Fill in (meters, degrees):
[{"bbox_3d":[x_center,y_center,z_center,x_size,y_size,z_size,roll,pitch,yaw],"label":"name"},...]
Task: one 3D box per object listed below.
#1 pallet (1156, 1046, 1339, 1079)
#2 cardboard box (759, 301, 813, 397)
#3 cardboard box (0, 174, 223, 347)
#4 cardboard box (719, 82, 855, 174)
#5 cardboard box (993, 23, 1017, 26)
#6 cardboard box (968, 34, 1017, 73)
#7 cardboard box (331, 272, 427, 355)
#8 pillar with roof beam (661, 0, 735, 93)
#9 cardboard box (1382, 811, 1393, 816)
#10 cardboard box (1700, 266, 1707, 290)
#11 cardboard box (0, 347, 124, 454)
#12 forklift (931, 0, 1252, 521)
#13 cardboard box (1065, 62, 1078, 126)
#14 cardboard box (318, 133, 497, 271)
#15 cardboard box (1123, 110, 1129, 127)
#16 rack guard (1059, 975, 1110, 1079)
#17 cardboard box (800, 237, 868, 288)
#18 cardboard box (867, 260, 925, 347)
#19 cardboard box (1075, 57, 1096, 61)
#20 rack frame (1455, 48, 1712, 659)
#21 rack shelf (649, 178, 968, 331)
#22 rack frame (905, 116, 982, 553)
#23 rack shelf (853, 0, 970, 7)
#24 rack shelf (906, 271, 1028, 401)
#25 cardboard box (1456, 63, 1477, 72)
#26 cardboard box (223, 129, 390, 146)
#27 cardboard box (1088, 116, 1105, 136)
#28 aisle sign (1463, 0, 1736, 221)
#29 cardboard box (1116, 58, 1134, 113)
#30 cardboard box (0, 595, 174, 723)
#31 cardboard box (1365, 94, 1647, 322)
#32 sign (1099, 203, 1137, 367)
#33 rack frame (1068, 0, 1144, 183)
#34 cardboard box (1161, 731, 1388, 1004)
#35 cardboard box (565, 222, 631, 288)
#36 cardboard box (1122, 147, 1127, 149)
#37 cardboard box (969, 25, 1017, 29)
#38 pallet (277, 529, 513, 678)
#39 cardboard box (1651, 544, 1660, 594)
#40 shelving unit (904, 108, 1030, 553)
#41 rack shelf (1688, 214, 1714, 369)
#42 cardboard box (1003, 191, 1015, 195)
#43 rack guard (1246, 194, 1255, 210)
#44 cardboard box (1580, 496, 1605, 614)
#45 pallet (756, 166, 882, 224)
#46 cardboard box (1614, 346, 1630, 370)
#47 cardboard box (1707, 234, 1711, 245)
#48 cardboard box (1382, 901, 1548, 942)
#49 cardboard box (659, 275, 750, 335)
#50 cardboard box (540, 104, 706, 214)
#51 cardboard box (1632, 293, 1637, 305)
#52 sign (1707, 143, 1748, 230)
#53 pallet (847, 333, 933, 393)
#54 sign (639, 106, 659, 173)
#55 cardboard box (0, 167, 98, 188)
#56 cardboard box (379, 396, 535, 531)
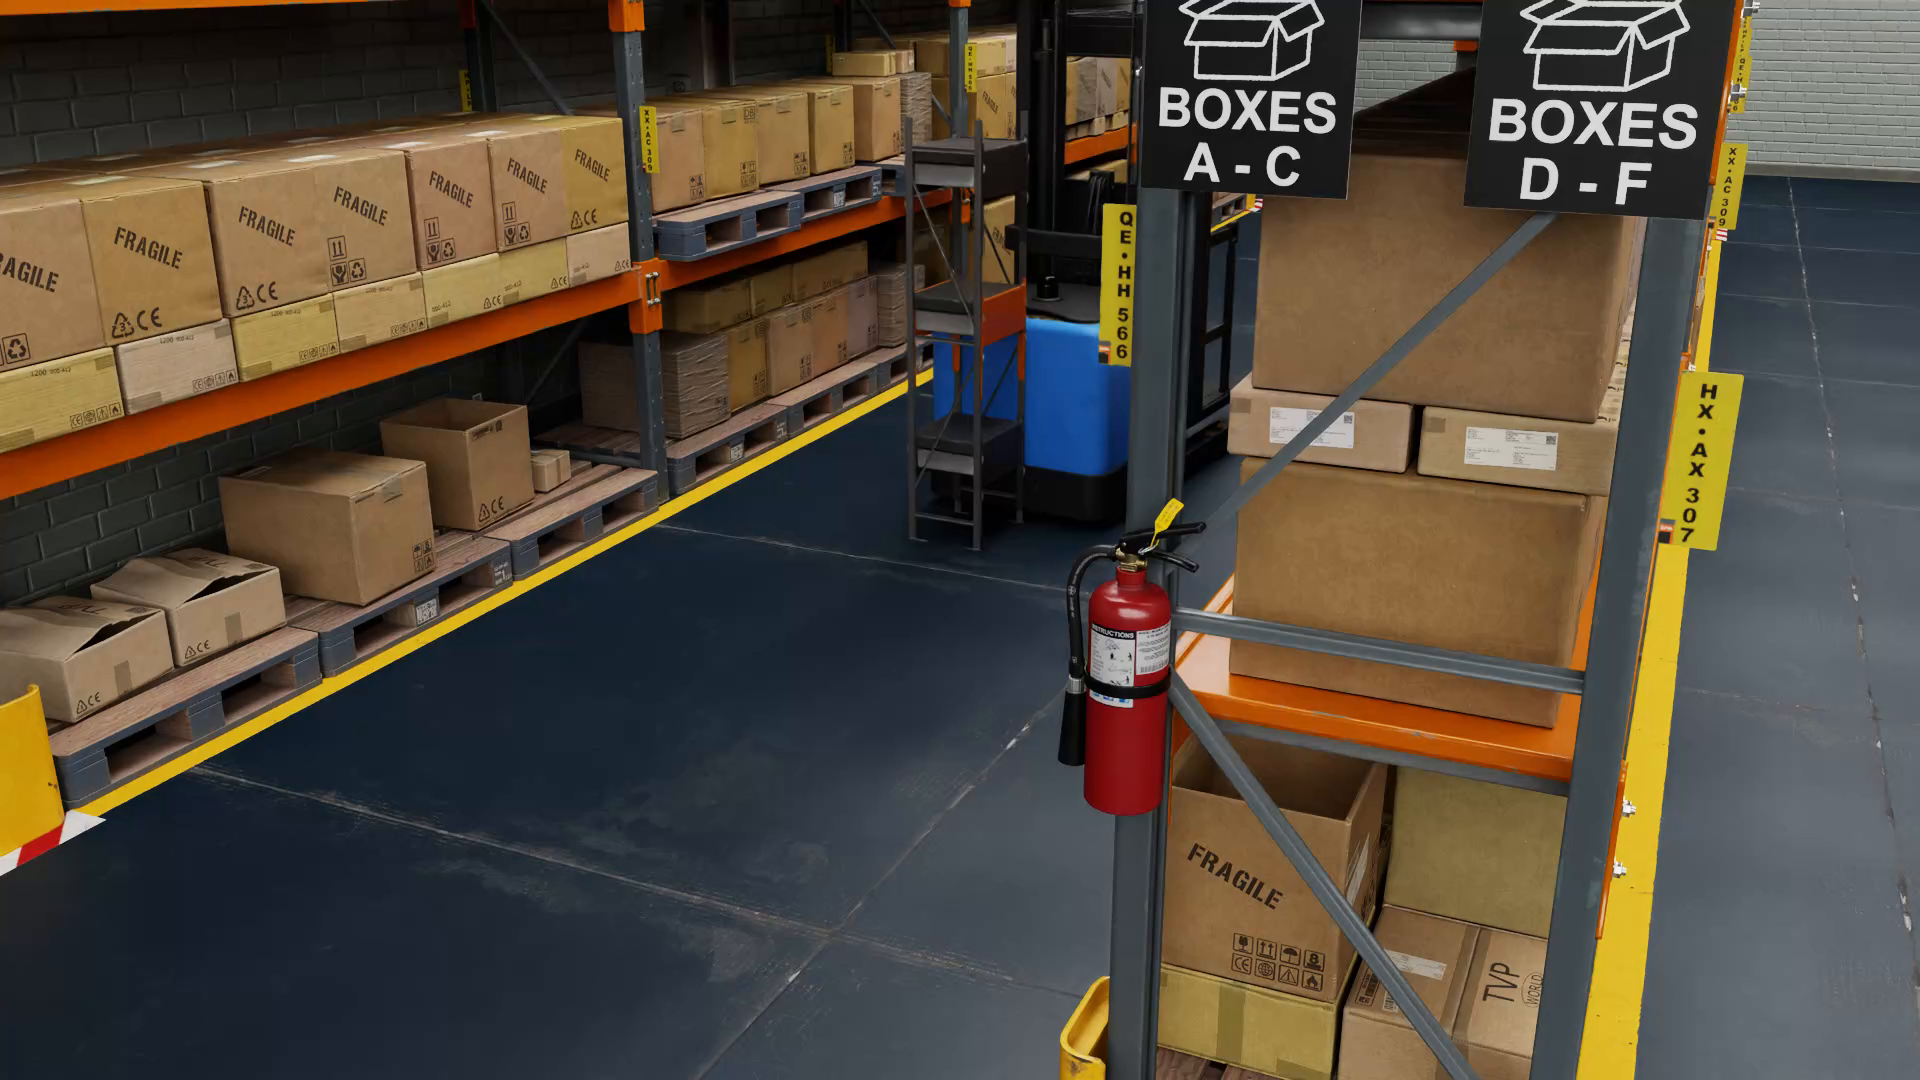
[{"bbox_3d":[1.095,1.300,4.497,1.003,0.211,1.213,9,21,23],"label":"pallet"},{"bbox_3d":[-1.365,-1.247,10.573,0.700,0.500,0.500,9,21,23],"label":"cardboard box"},{"bbox_3d":[-3.019,-0.999,5.876,0.500,0.500,0.500,9,21,23],"label":"cardboard box"},{"bbox_3d":[-1.098,-2.623,10.563,0.700,0.500,0.500,9,21,23],"label":"cardboard box"},{"bbox_3d":[0.579,-4.405,14.636,0.500,0.250,0.500,9,21,23],"label":"cardboard box"},{"bbox_3d":[0.216,-3.716,12.698,0.500,0.250,0.500,8,21,22],"label":"cardboard box"},{"bbox_3d":[-2.588,-0.966,6.904,0.500,0.250,0.500,9,21,23],"label":"cardboard box"},{"bbox_3d":[2.182,-4.855,8.691,9.100,9.000,0.400,9,21,23],"label":"pillar with roof beam"},{"bbox_3d":[1.167,0.812,5.186,0.500,0.250,0.500,9,21,23],"label":"cardboard box"},{"bbox_3d":[4.963,-1.662,11.740,0.500,0.500,0.500,8,21,22],"label":"cardboard box"},{"bbox_3d":[-3.211,-0.497,5.583,0.500,0.250,0.500,8,21,21],"label":"cardboard box"},{"bbox_3d":[1.006,-1.927,9.512,1.130,2.935,3.031,11,22,28],"label":"forklift"},{"bbox_3d":[0.641,-3.679,13.713,0.500,0.500,0.500,9,22,24],"label":"cardboard box"},{"bbox_3d":[-2.389,-1.474,7.213,0.500,0.500,0.500,8,21,21],"label":"cardboard box"},{"bbox_3d":[1.333,-3.870,15.218,0.380,0.149,0.250,9,21,23],"label":"cardboard box"},{"bbox_3d":[0.811,1.411,3.754,1.175,0.500,0.348,9,21,23],"label":"rack guard"},{"bbox_3d":[-0.962,-1.888,11.255,0.500,0.250,0.500,9,21,24],"label":"cardboard box"},{"bbox_3d":[-0.672,-1.700,11.847,0.700,0.500,0.500,9,21,23],"label":"cardboard box"},{"bbox_3d":[0.829,-4.182,14.009,0.500,0.250,0.500,9,21,24],"label":"cardboard box"},{"bbox_3d":[2.458,-0.997,6.794,1.000,3.000,0.127,9,21,23],"label":"rack frame"},{"bbox_3d":[-1.243,-1.948,10.542,1.077,0.370,4.000,9,21,23],"label":"rack shelf"},{"bbox_3d":[-0.078,-0.959,8.032,0.400,2.100,0.015,10,22,26],"label":"rack frame"},{"bbox_3d":[0.395,-4.584,13.478,1.077,0.370,4.000,9,21,23],"label":"rack shelf"},{"bbox_3d":[0.037,-1.018,8.239,0.431,0.518,0.480,10,22,26],"label":"rack shelf"},{"bbox_3d":[2.077,-1.364,5.741,0.700,0.500,0.500,8,21,23],"label":"cardboard box"},{"bbox_3d":[-2.870,-1.543,7.406,0.500,0.500,0.500,9,22,24],"label":"cardboard box"},{"bbox_3d":[1.050,-3.627,14.537,0.380,0.149,0.250,9,21,23],"label":"cardboard box"},{"bbox_3d":[1.073,-0.936,2.746,0.394,0.787,0.004,9,21,23],"label":"aisle sign"},{"bbox_3d":[1.254,-4.142,15.015,0.500,0.500,0.500,8,21,22],"label":"cardboard box"},{"bbox_3d":[-3.335,0.408,6.201,0.500,0.311,0.500,6,20,17],"label":"cardboard box"},{"bbox_3d":[1.461,-0.905,4.451,0.700,0.500,0.500,9,21,23],"label":"cardboard box"},{"bbox_3d":[0.331,-0.510,3.344,0.100,0.325,0.005,9,21,23],"label":"sign"},{"bbox_3d":[1.214,-4.121,15.579,1.000,3.000,0.127,9,21,23],"label":"rack frame"},{"bbox_3d":[0.769,0.766,4.196,0.500,0.500,0.500,9,21,23],"label":"cardboard box"},{"bbox_3d":[-1.980,-1.427,8.200,0.500,0.250,0.500,9,21,23],"label":"cardboard box"},{"bbox_3d":[1.903,-4.042,17.493,0.380,0.149,0.250,8,21,22],"label":"cardboard box"},{"bbox_3d":[0.379,-4.251,14.203,0.500,0.250,0.500,8,21,21],"label":"cardboard box"},{"bbox_3d":[-2.803,0.223,7.526,1.003,0.211,1.213,9,21,23],"label":"pallet"},{"bbox_3d":[2.850,0.012,7.436,0.500,0.250,0.500,8,21,21],"label":"cardboard box"},{"bbox_3d":[0.037,-1.031,8.235,0.431,2.100,0.503,10,22,26],"label":"shelving unit"},{"bbox_3d":[3.277,-1.269,8.634,1.077,0.370,4.000,9,21,23],"label":"rack shelf"},{"bbox_3d":[0.361,-2.557,13.762,0.750,0.750,0.750,8,21,22],"label":"cardboard box"},{"bbox_3d":[2.861,-4.173,19.457,1.175,0.500,0.348,9,21,23],"label":"rack guard"},{"bbox_3d":[1.234,-0.123,4.189,0.700,0.500,0.500,9,22,24],"label":"cardboard box"},{"bbox_3d":[-1.198,-2.197,10.455,1.003,0.211,1.213,9,21,23],"label":"pallet"},{"bbox_3d":[1.387,-0.374,3.927,0.380,0.149,0.250,9,21,23],"label":"cardboard box"},{"bbox_3d":[5.584,-2.131,13.060,0.500,0.500,0.500,9,21,23],"label":"cardboard box"},{"bbox_3d":[1.444,1.037,4.553,0.500,0.250,0.500,9,21,23],"label":"cardboard box"},{"bbox_3d":[-1.599,-1.420,9.941,0.500,0.250,0.500,8,21,22],"label":"cardboard box"},{"bbox_3d":[-1.823,-2.080,9.036,0.700,0.500,0.500,9,21,23],"label":"cardboard box"},{"bbox_3d":[1.703,-0.611,4.593,0.380,0.149,0.250,8,21,22],"label":"cardboard box"},{"bbox_3d":[2.965,-1.366,6.423,0.100,0.325,0.005,9,21,23],"label":"sign"},{"bbox_3d":[-0.746,-1.345,11.937,1.003,0.211,1.213,9,21,23],"label":"pallet"},{"bbox_3d":[-1.564,-2.011,8.355,0.100,0.325,0.005,9,21,23],"label":"sign"},{"bbox_3d":[-3.486,-1.070,6.076,0.500,0.500,0.500,9,21,23],"label":"cardboard box"},{"bbox_3d":[-2.451,-0.382,8.140,0.500,0.500,0.500,7,21,19],"label":"cardboard box"}]
